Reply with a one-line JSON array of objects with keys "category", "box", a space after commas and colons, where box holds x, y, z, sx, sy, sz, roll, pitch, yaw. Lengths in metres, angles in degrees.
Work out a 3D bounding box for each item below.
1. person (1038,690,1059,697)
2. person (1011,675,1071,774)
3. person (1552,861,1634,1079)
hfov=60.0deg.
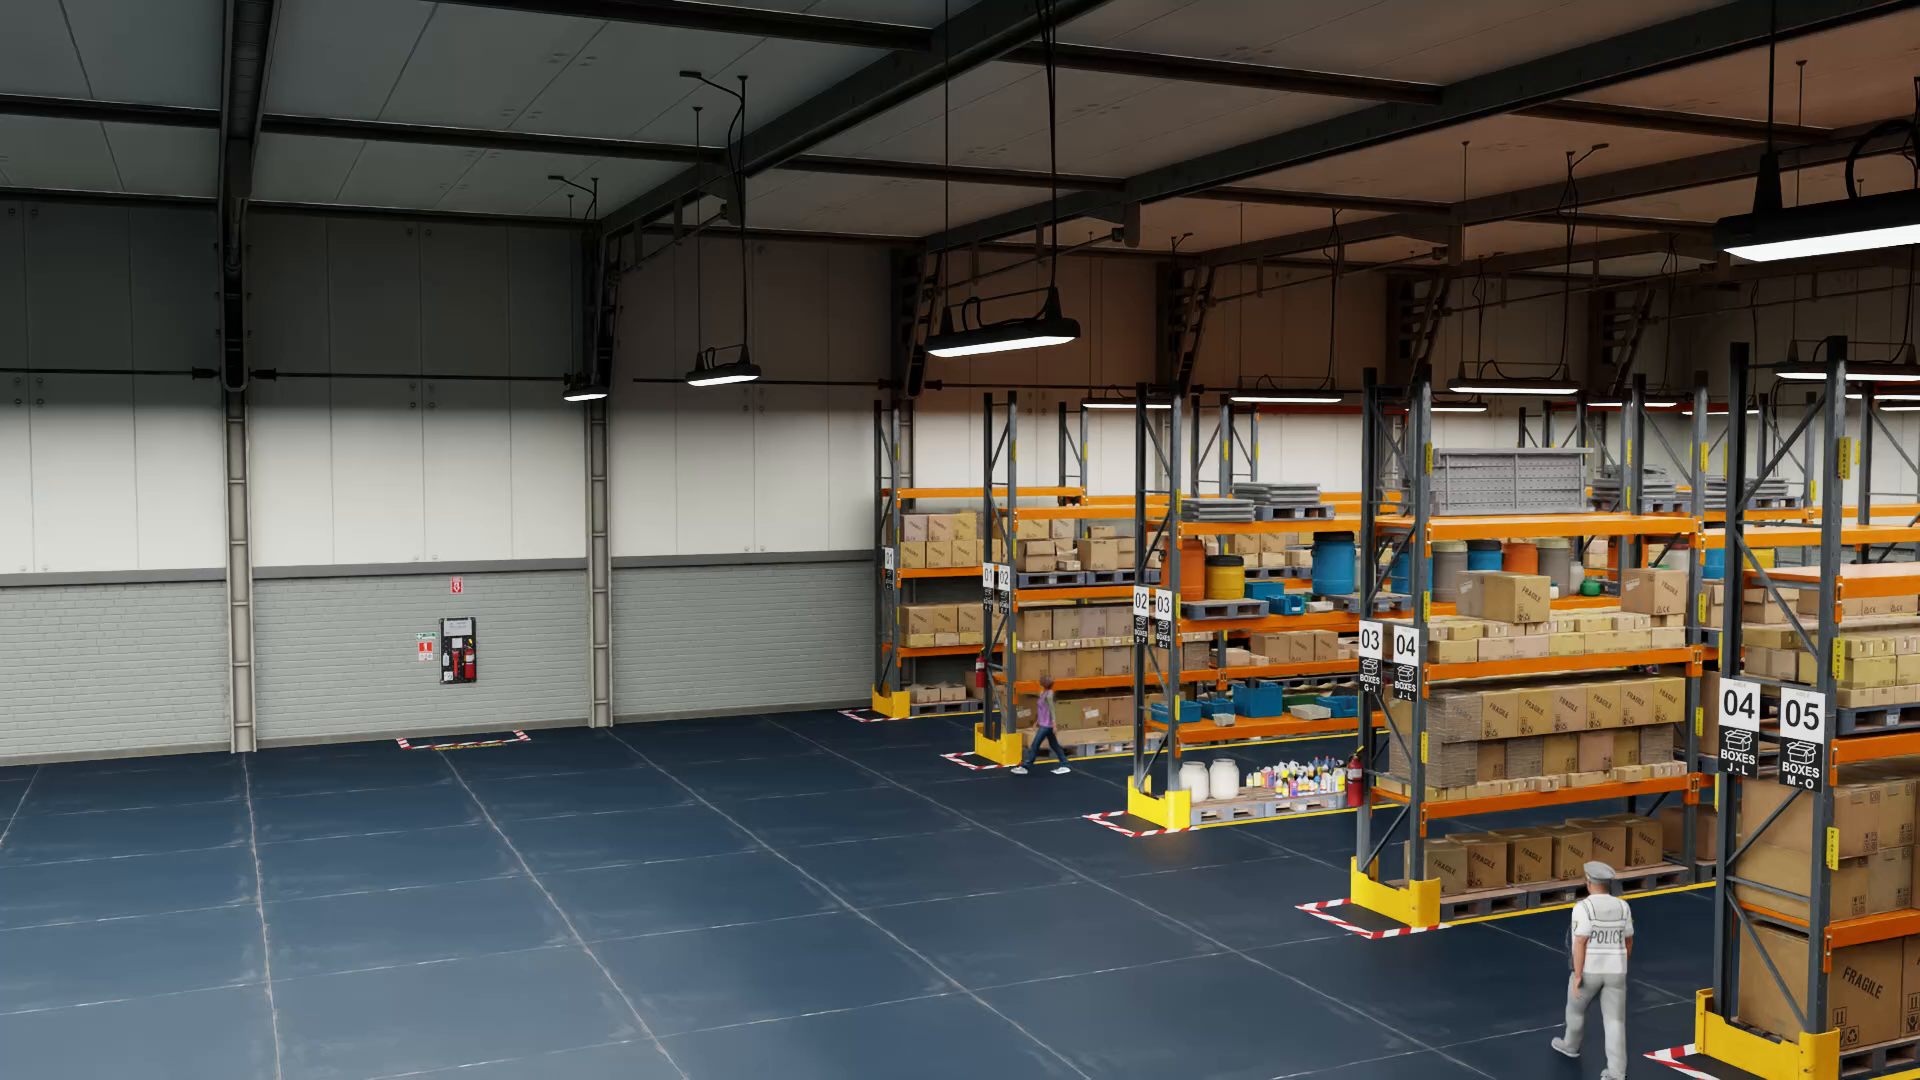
[{"category": "person", "box": [1.635, 2.476, 30.960, 1.101, 1.723, 0.663, -1, 3, -15]}, {"category": "person", "box": [1.264, 2.869, 25.841, 0.930, 1.549, 0.453, 0, 3, 3]}, {"category": "person", "box": [5.231, 3.491, 13.621, 0.551, 1.696, 1.020, 0, 3, 3]}]
